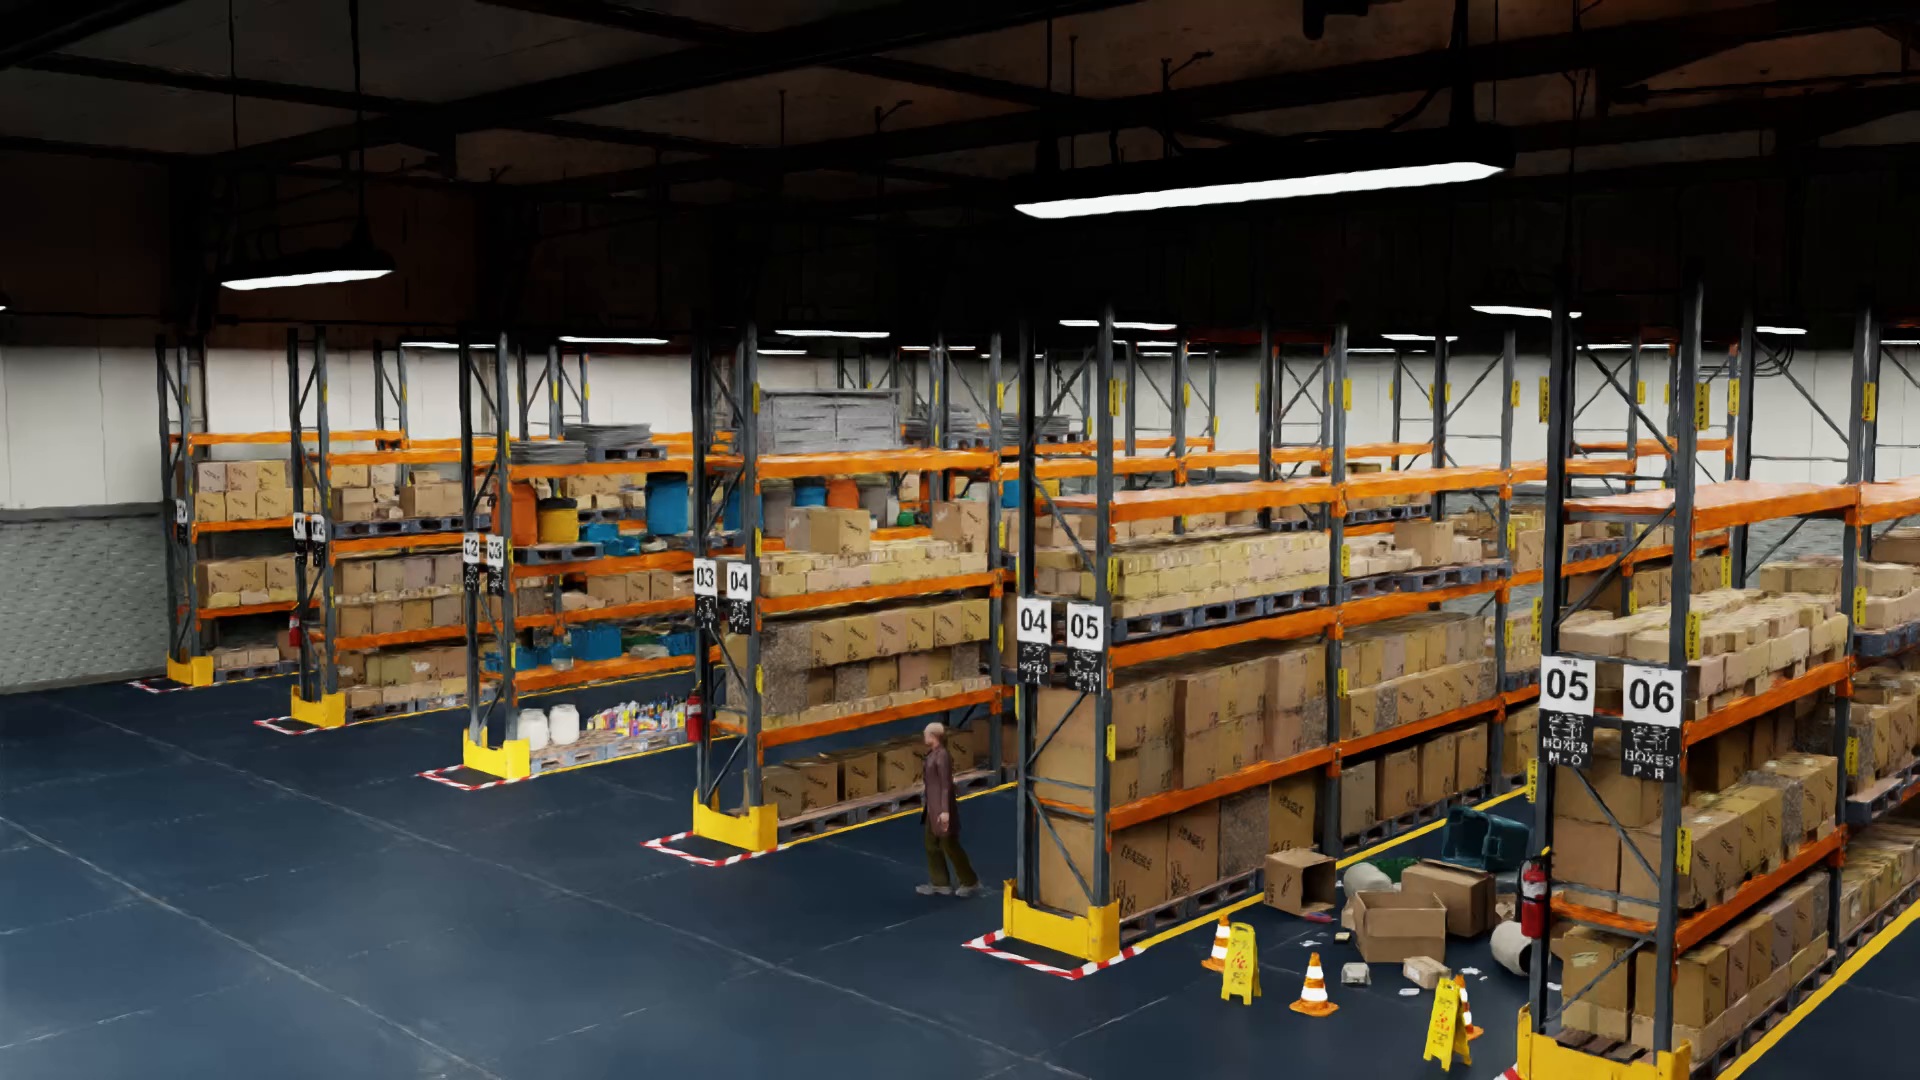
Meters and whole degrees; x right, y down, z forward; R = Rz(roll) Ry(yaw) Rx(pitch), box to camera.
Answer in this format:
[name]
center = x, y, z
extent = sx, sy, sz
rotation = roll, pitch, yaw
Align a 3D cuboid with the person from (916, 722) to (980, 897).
[person]
center = -0.123, 2.713, 16.808
extent = 0.630, 1.768, 0.614
rotation = -1, 5, -11
